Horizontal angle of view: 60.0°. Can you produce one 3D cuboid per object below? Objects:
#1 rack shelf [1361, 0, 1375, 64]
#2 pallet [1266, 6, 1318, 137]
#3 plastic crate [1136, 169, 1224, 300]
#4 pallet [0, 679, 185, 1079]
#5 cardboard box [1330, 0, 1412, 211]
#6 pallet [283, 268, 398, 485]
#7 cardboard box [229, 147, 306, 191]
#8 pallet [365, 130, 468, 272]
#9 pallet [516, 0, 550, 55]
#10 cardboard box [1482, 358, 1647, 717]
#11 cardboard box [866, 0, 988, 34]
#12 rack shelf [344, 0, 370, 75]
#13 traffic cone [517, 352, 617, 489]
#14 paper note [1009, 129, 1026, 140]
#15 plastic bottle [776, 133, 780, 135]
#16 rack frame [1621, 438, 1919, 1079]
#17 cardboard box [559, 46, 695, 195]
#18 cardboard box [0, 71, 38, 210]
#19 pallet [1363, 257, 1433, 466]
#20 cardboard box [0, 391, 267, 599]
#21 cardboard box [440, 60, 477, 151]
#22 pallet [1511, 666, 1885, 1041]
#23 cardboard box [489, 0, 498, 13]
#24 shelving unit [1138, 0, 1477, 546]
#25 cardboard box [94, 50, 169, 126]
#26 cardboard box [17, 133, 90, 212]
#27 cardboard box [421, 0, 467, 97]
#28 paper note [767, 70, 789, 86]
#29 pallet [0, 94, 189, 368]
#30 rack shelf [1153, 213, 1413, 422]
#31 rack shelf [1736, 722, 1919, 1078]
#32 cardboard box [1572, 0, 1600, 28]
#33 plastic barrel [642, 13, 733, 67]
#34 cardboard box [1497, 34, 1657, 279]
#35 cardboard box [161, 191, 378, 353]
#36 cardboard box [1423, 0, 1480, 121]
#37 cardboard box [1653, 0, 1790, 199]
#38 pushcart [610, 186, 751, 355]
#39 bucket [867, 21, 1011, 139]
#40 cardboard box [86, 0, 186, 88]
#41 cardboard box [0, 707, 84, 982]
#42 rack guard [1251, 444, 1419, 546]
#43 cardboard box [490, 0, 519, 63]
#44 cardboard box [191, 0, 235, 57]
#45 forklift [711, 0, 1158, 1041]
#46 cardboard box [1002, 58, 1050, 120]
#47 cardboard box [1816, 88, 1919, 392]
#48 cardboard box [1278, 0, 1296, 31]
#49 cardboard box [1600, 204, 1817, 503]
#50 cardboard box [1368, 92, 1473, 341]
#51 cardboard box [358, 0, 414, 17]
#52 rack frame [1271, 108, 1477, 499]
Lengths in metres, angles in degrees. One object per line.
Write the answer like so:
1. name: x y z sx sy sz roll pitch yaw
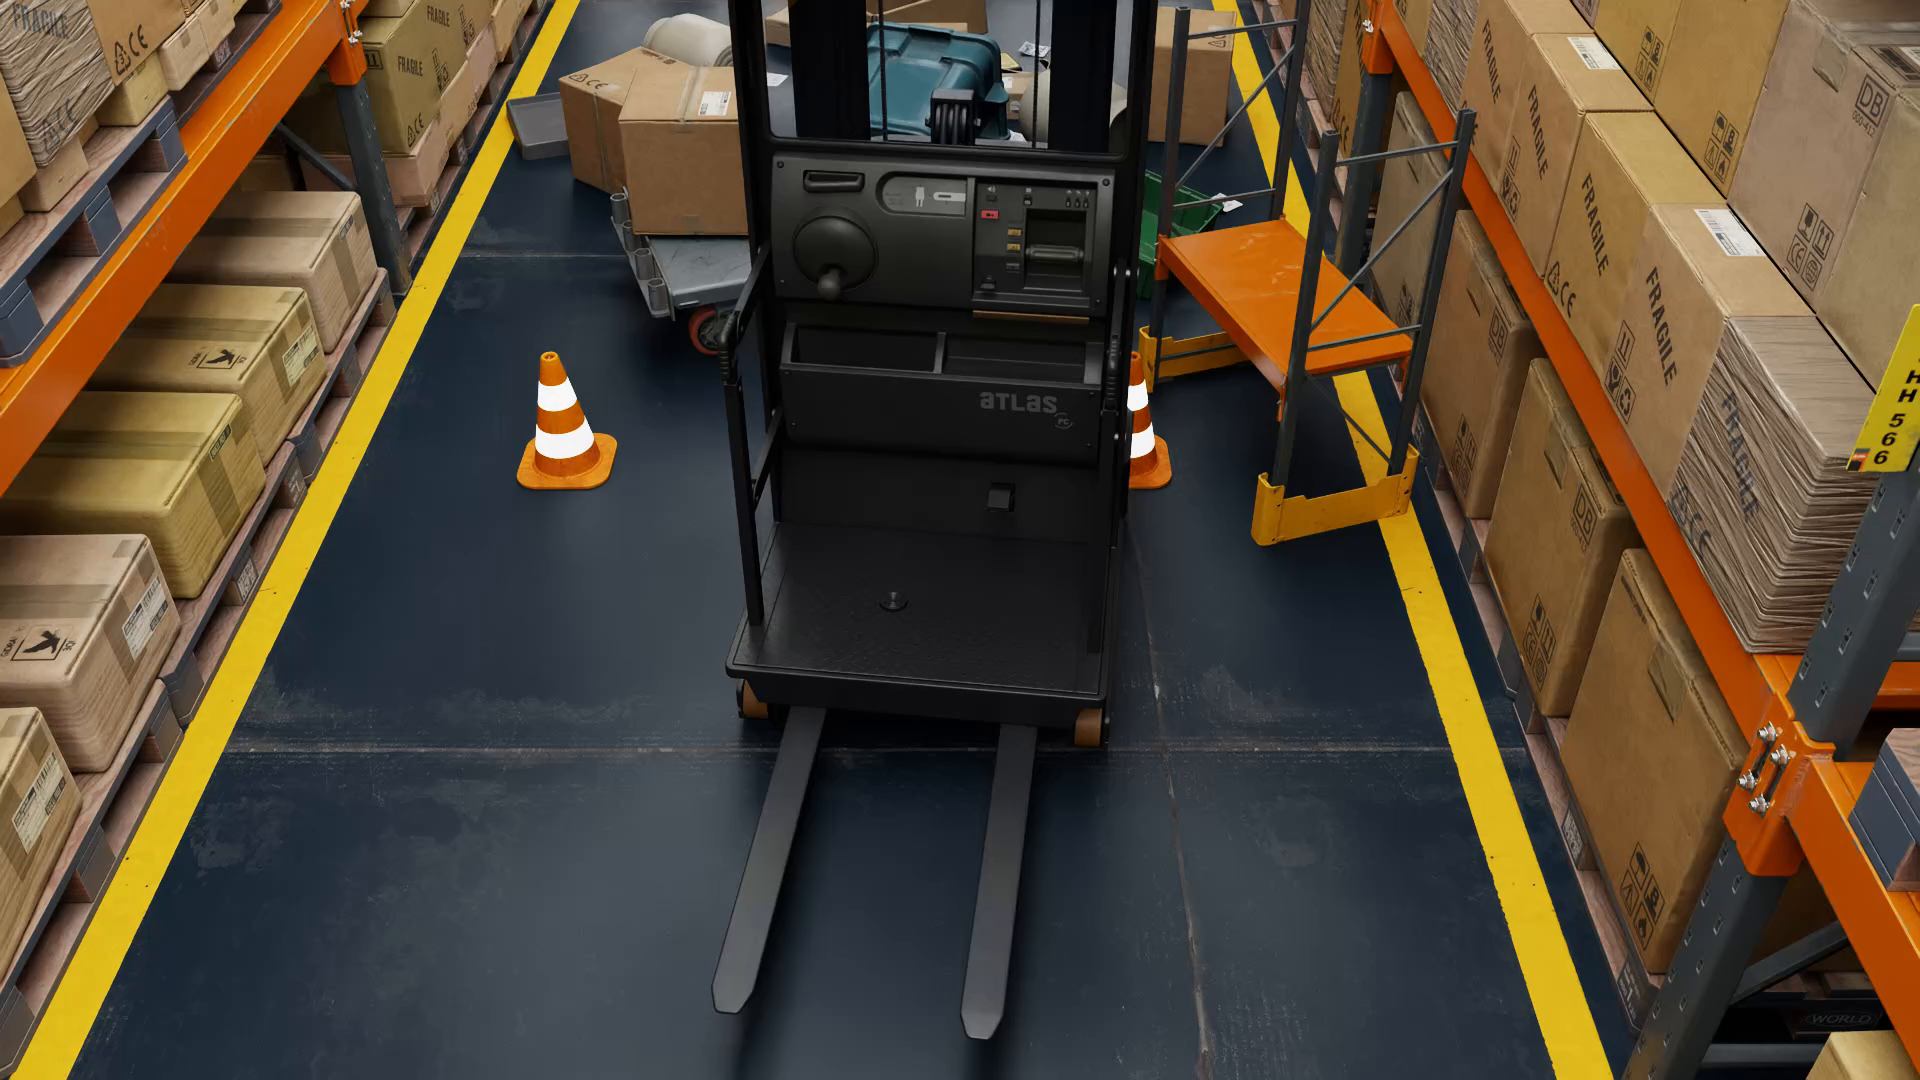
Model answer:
1. rack shelf: 2.107 -3.267 8.003 1.077 0.370 4.000 0 39 0
2. pallet: 2.182 -2.449 8.637 1.003 0.211 1.213 0 39 0
3. plastic crate: 0.799 -1.330 7.213 0.450 0.188 0.662 27 45 16
4. pallet: -2.836 0.871 4.495 1.003 0.211 1.213 0 39 0
5. cardboard box: 2.178 -2.025 7.241 0.875 0.875 0.875 1 39 1
6. pallet: -2.838 -0.655 6.399 1.003 0.211 1.213 0 39 0
7. cardboard box: -3.110 -1.691 7.324 0.500 0.250 0.500 2 39 2
8. pallet: -2.877 -1.562 7.530 1.003 0.211 1.213 0 39 0
9. pallet: -2.880 -3.088 9.434 1.003 0.211 1.213 0 39 0
10. cardboard box: 2.199 -0.009 4.826 1.050 0.750 0.750 1 39 1
11. cardboard box: -0.312 -2.661 8.668 0.797 0.503 0.637 -28 46 -30
12. rack shelf: -2.843 -3.200 7.920 1.077 0.370 4.000 0 39 0
13. traffic cone: -1.439 -0.466 5.961 0.336 0.463 0.334 0 39 0
14. paper note: 0.278 -1.983 8.206 0.172 0.023 0.155 13 40 15
15. plastic bottle: -0.967 -1.892 8.062 0.133 0.061 0.283 6 39 8
16. rack frame: 2.117 0.205 3.096 0.949 2.616 0.053 0 39 0
17. cardboard box: -1.481 -1.927 7.752 0.500 0.500 0.500 28 46 30
18. cardboard box: -2.620 -0.987 3.930 0.500 0.500 0.500 1 39 1
19. pallet: 2.185 -0.726 6.487 1.003 0.211 1.213 0 39 0
20. cardboard box: -2.831 -0.156 5.312 0.950 0.372 0.625 1 39 1
21. cardboard box: -2.583 -2.024 7.740 0.500 0.250 0.500 2 39 3
22. pallet: 2.188 0.800 4.583 1.003 0.211 1.213 0 39 0
23. cardboard box: -2.586 -2.972 8.324 0.500 0.500 0.500 -1 39 -1
24. shelving unit: 1.133 -0.940 5.724 0.587 1.500 1.083 -12 40 -15
25. cardboard box: -2.577 -1.336 4.884 0.380 0.149 0.250 0 39 0
26. cardboard box: -2.604 -1.009 4.475 0.380 0.149 0.250 1 39 1
27. cardboard box: -2.584 -2.318 7.507 0.500 0.500 0.500 1 39 2
28. paper note: -1.003 -2.447 8.789 0.148 0.019 0.142 13 40 15
29. pallet: -2.879 -0.892 4.617 1.003 0.211 1.213 0 39 0
30. rack shelf: 1.130 -0.805 5.843 0.538 0.185 1.000 -12 40 -15
31. rack shelf: 2.116 1.736 1.760 1.077 0.370 4.000 0 39 0
32. cardboard box: 2.118 -1.778 4.690 0.700 0.500 0.500 0 39 0
33. plastic barrel: -1.329 -2.436 8.451 0.512 0.421 0.421 28 46 30
34. cardboard box: 1.840 -1.061 4.595 0.500 0.500 0.500 1 39 1
35. cardboard box: -2.838 -1.041 6.415 0.950 0.372 0.625 0 39 1
36. cardboard box: 1.842 -1.691 5.382 0.500 0.500 0.500 0 39 0
37. cardboard box: 2.118 -1.143 3.898 0.700 0.500 0.500 -1 39 -1
38. pushcart: -0.561 -1.240 6.995 1.648 0.377 0.936 -13 40 -16
39. bucket: -0.197 -1.696 6.870 0.726 0.611 0.620 13 50 15
40. cardboard box: -2.614 -1.628 4.729 0.500 0.500 0.500 1 39 1
41. cardboard box: -2.827 0.780 4.144 0.950 0.372 0.625 -2 39 -3
42. rack guard: 1.295 -0.158 5.747 0.587 0.250 0.087 -12 40 -15
43. cardboard box: -2.577 -2.666 8.541 0.500 0.250 0.500 -1 39 -2
44. cardboard box: -2.545 -1.648 5.273 0.380 0.149 0.250 -1 39 -1
45. forklift: -0.075 -0.755 4.349 1.130 2.935 3.031 4 39 5
46. cardboard box: 0.265 -2.304 8.412 0.396 0.266 0.258 6 39 8
47. cardboard box: 2.123 -0.505 3.103 0.700 0.500 0.500 0 39 0
48. cardboard box: 2.174 -3.159 8.656 0.875 0.875 0.875 -1 39 -1
49. cardboard box: 1.845 -0.428 3.805 0.500 0.500 0.500 0 39 0
50. cardboard box: 2.200 -1.195 6.305 1.050 0.750 0.750 0 39 0
51. cardboard box: -2.512 -2.314 6.984 0.380 0.149 0.250 0 39 1
52. rack frame: 1.295 -0.645 5.355 0.500 1.500 0.032 -12 40 -15
